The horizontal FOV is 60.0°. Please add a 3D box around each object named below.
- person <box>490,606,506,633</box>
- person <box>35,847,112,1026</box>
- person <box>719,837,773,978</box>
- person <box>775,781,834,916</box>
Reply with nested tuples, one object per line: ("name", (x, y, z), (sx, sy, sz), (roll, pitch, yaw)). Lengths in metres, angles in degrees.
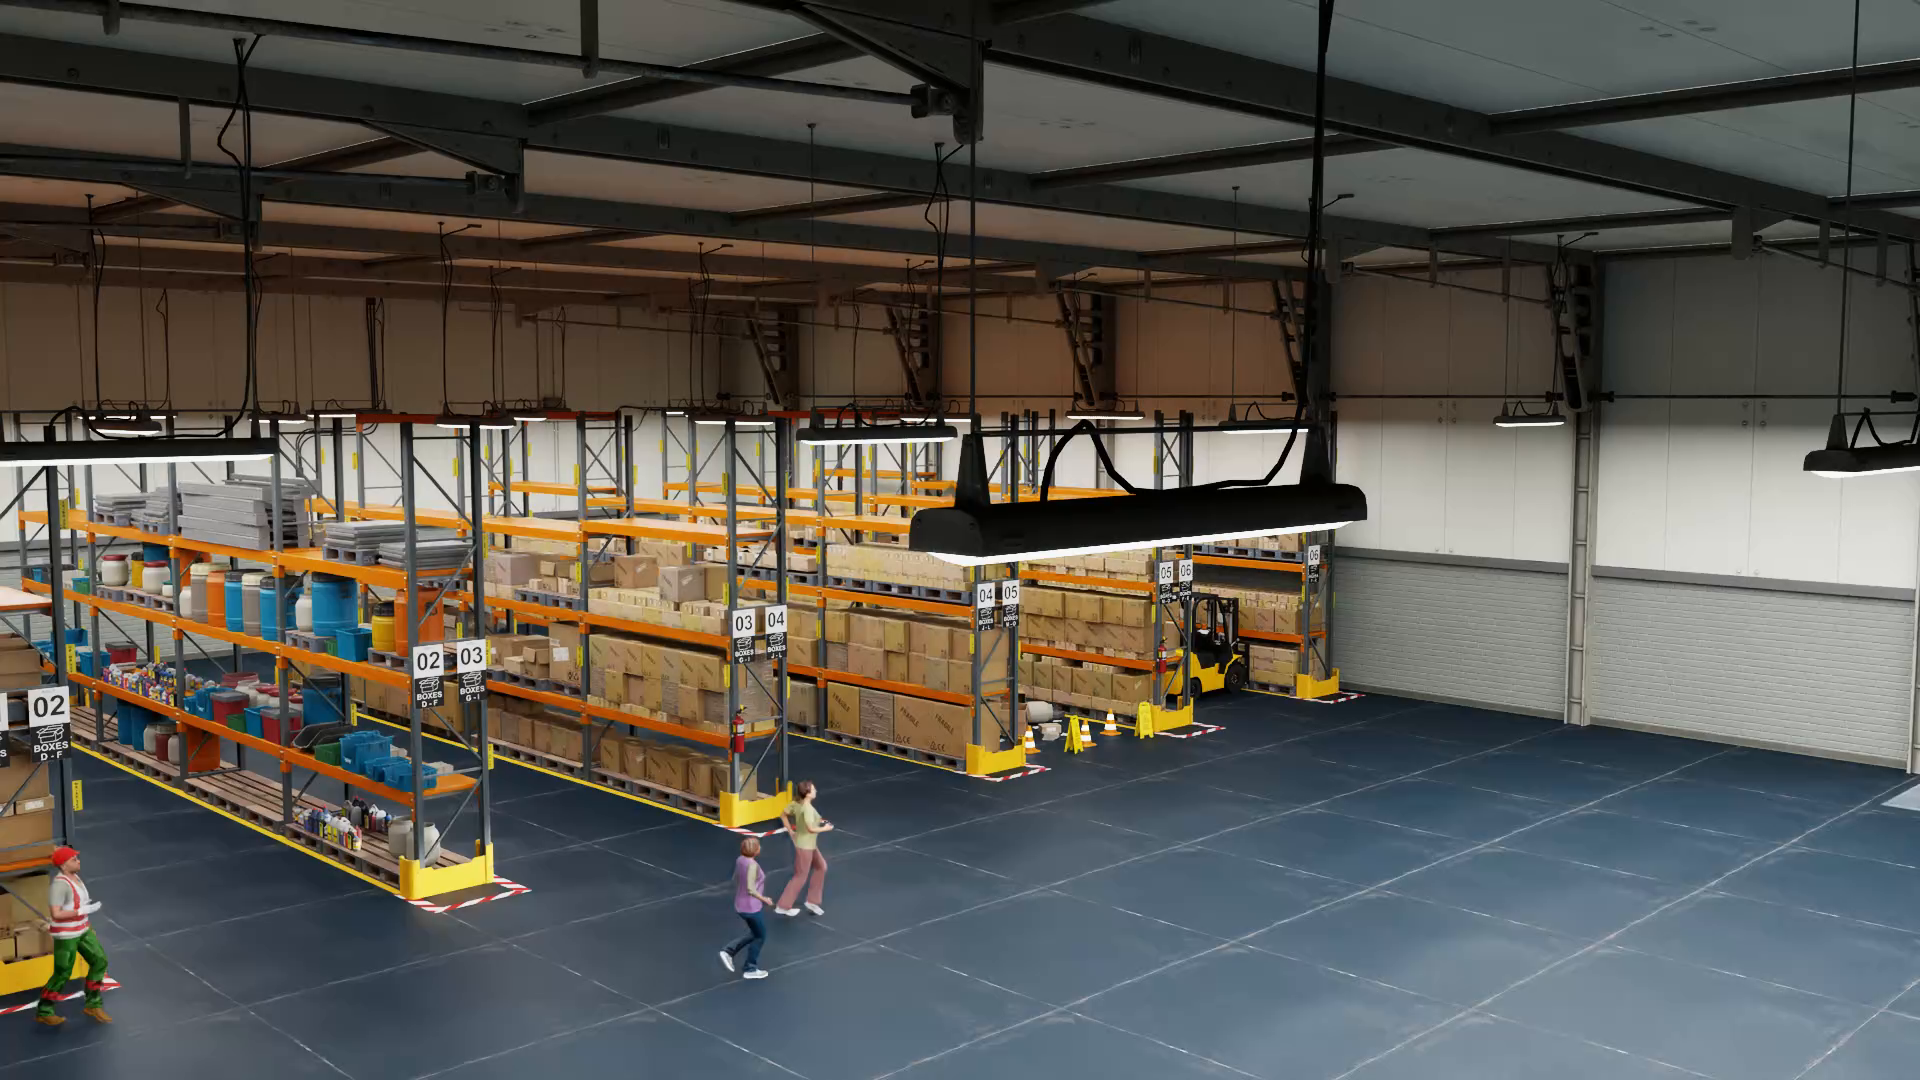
("person", (-11.415, 1.963, 40.708), (0.571, 1.728, 0.923), (-2, 6, -26))
("person", (-8.916, 3.987, 16.668), (0.678, 1.837, 0.653), (0, 5, -5))
("person", (-2.317, 4.002, 17.980), (0.543, 1.546, 0.559), (-2, 5, -24))
("person", (-1.889, 3.773, 20.126), (0.723, 1.696, 0.561), (-2, 5, -17))
